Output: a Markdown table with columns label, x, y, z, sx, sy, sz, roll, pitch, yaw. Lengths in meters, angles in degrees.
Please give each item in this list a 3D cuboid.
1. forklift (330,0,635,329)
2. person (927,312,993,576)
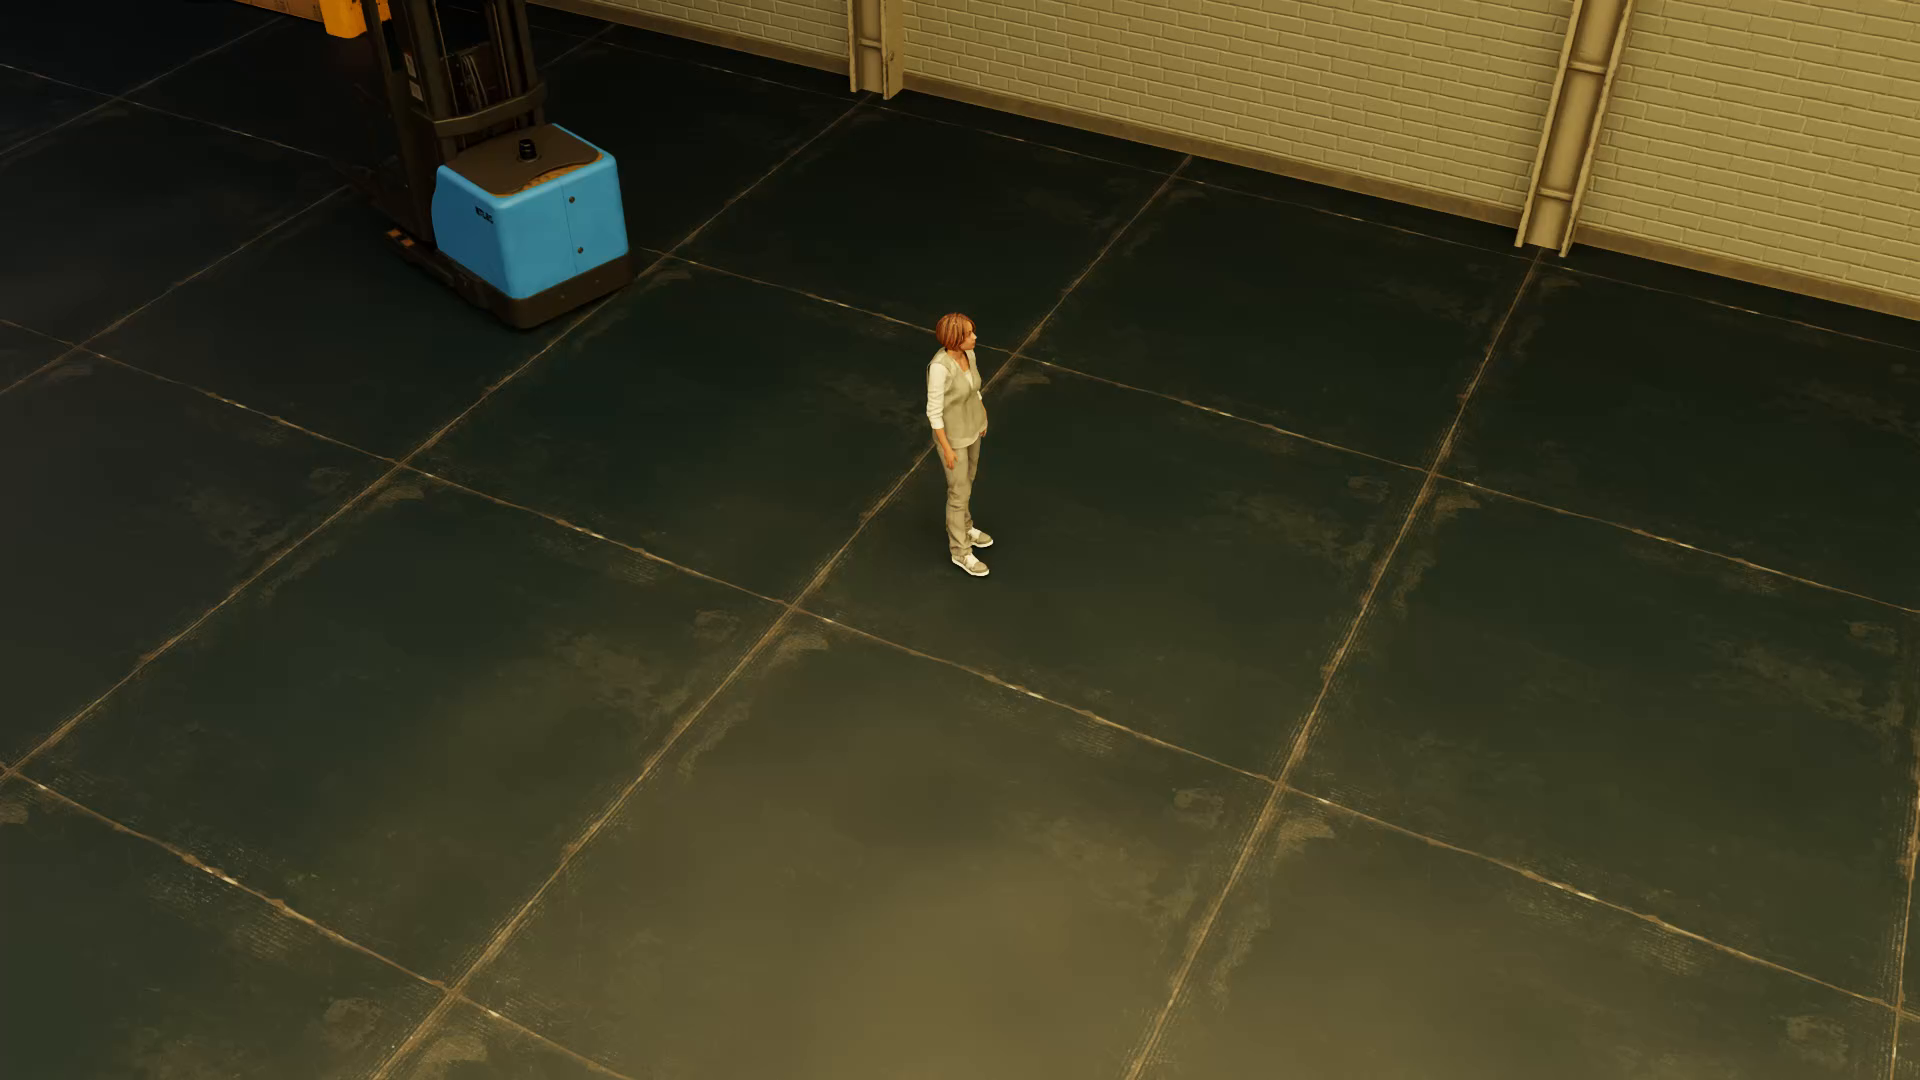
| label | x | y | z | sx | sy | sz | roll | pitch | yaw |
| --- | --- | --- | --- | --- | --- | --- | --- | --- | --- |
| forklift | -3.834 | -3.485 | 12.125 | 1.130 | 2.935 | 3.031 | -33 | 50 | -33 |
| person | 0.059 | -0.581 | 9.712 | 0.475 | 1.582 | 0.520 | 18 | 43 | 21 |
